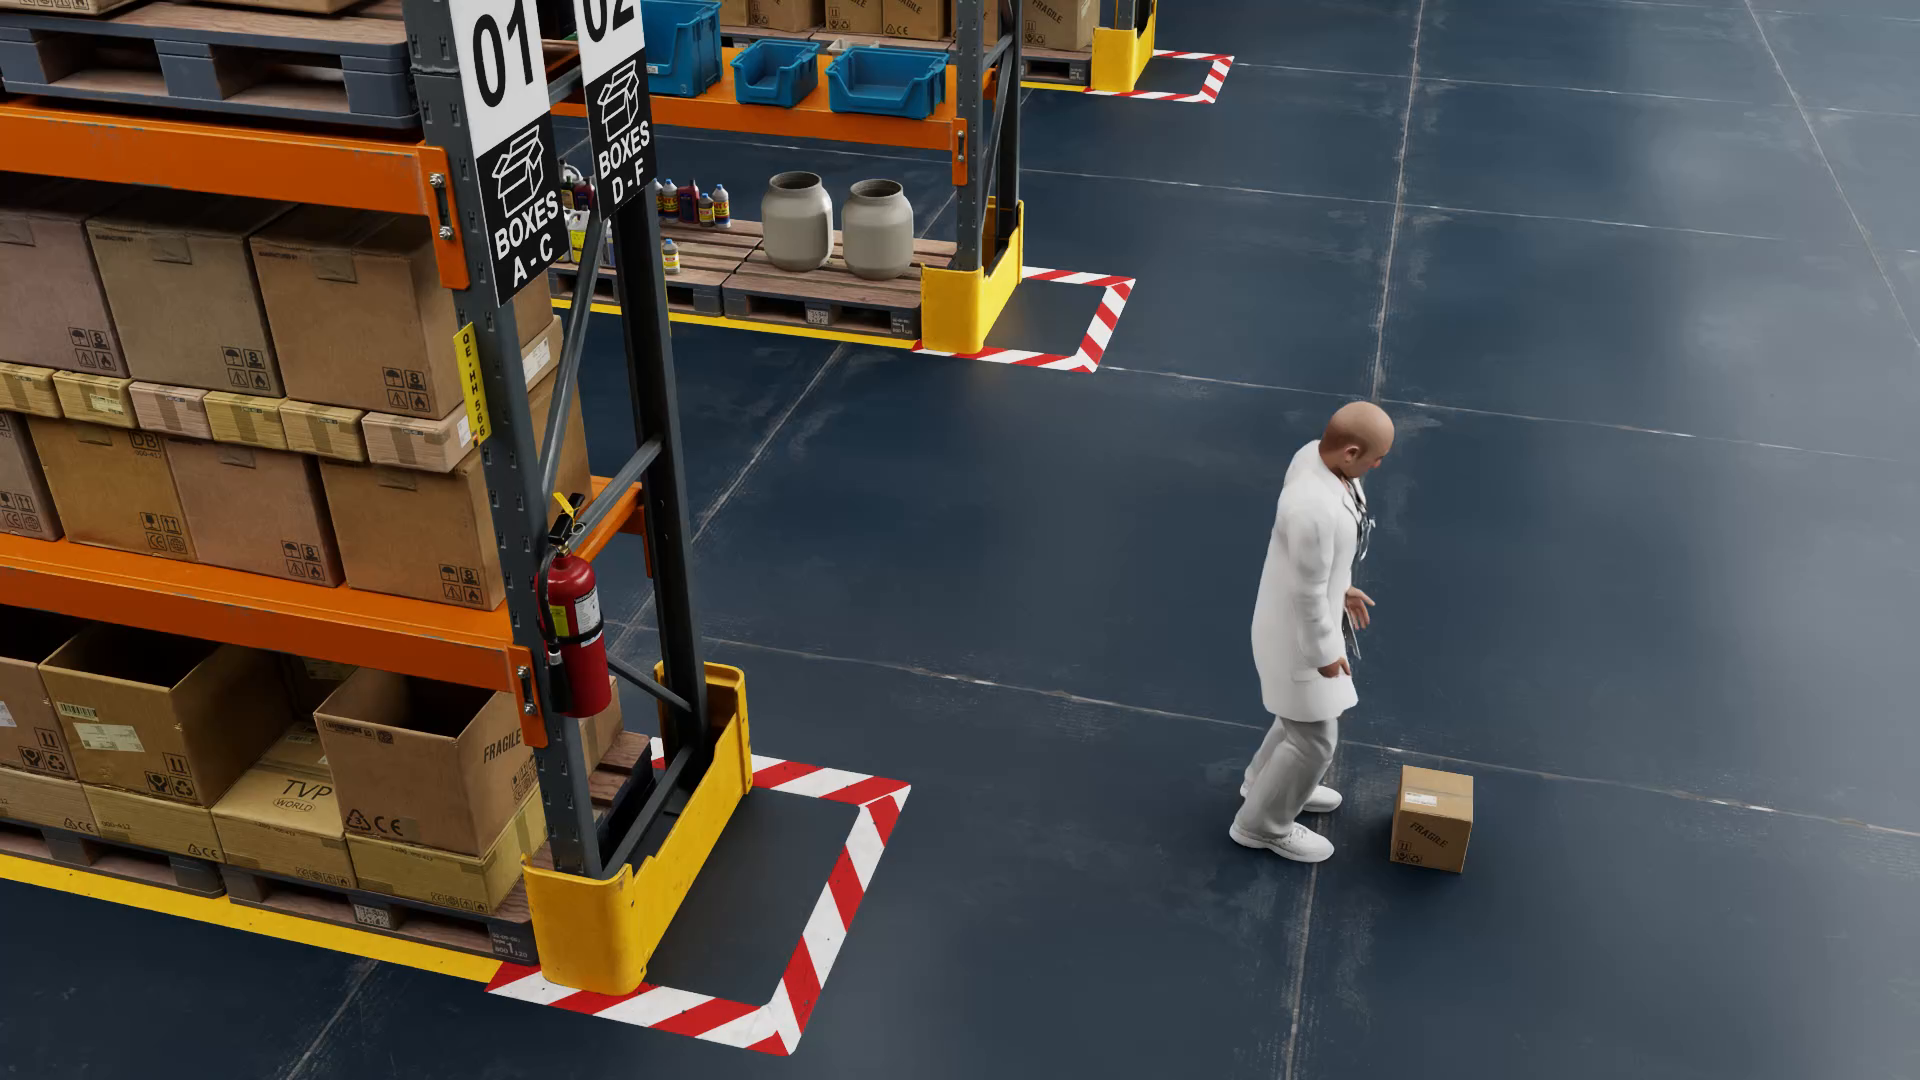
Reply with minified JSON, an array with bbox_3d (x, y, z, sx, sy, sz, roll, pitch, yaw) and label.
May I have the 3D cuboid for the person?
[{"bbox_3d":[1.212,0.299,5.723,0.396,1.746,0.583,9,33,14],"label":"person"}]
